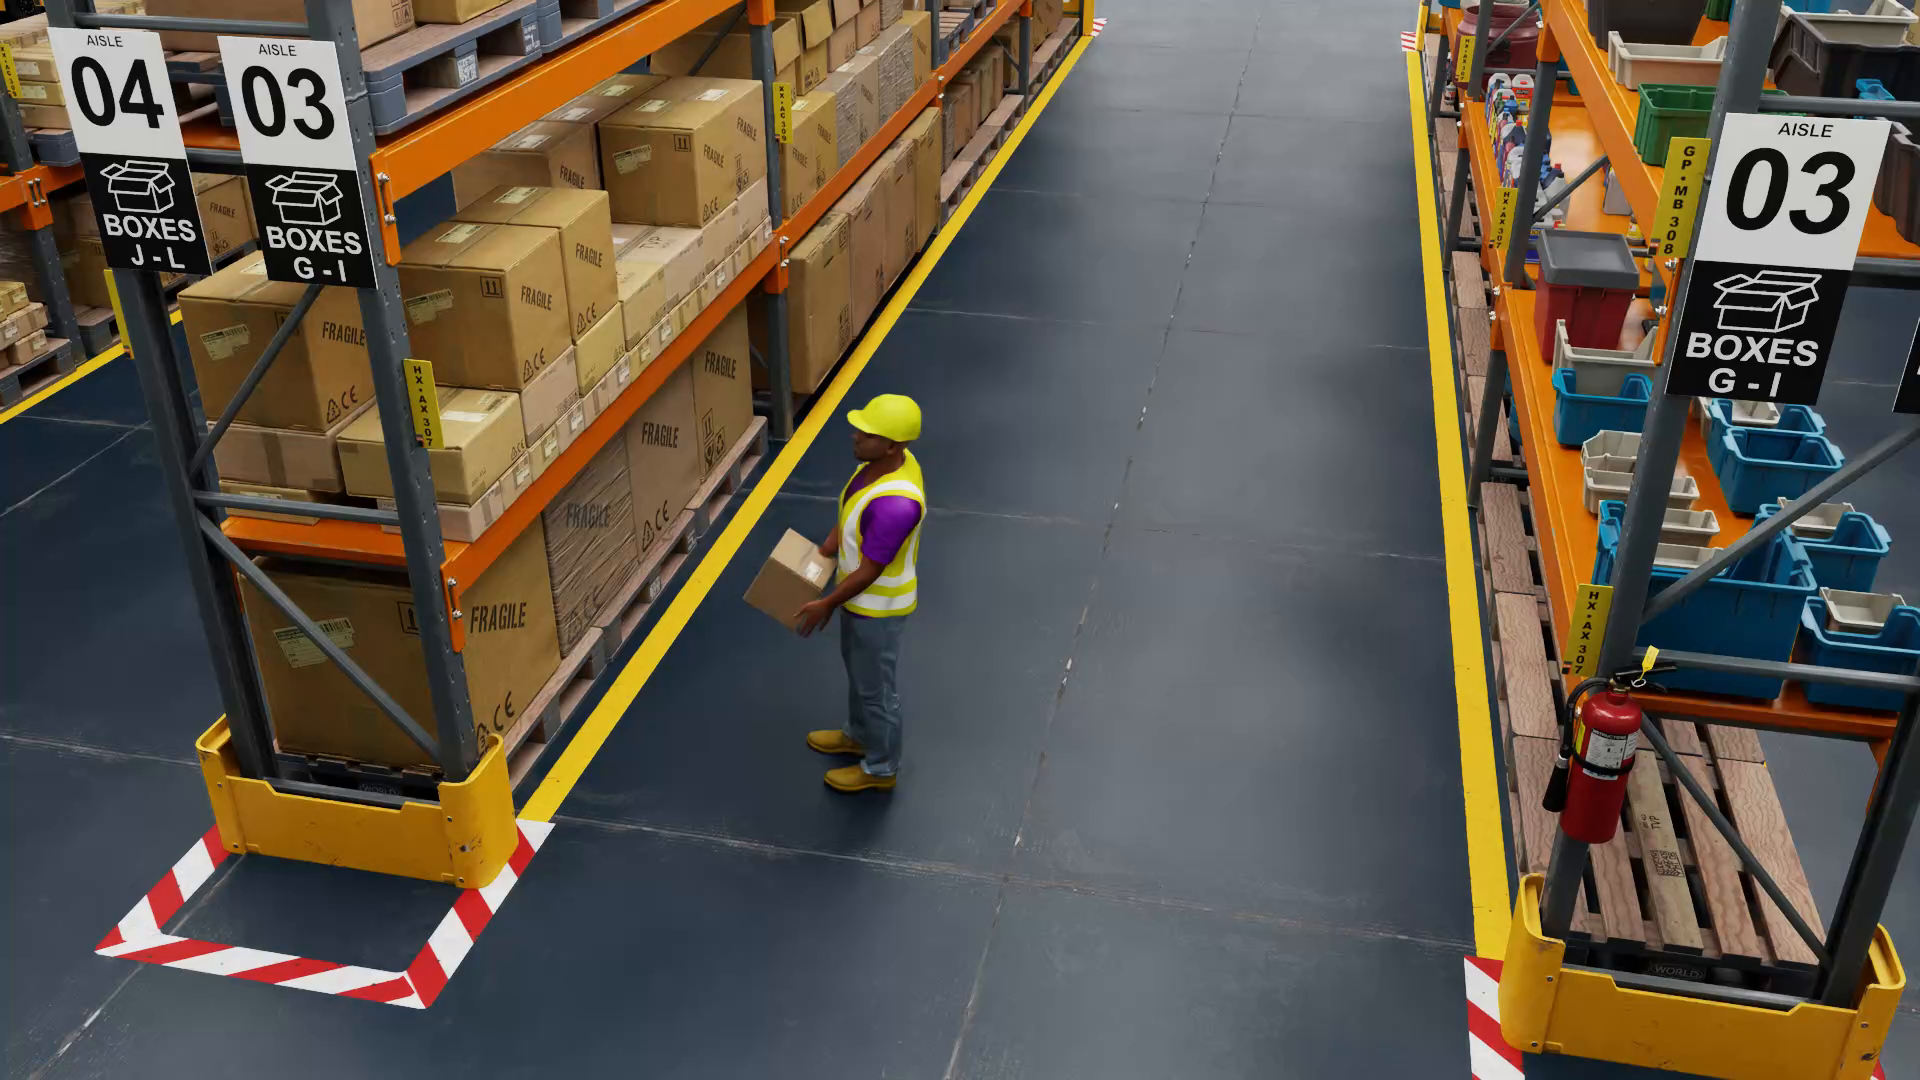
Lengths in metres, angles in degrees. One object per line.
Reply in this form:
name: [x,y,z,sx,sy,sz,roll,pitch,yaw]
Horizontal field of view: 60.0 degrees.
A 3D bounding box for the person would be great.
person: [-0.409,0.225,6.685,0.539,1.767,0.582,-4,29,-8]
